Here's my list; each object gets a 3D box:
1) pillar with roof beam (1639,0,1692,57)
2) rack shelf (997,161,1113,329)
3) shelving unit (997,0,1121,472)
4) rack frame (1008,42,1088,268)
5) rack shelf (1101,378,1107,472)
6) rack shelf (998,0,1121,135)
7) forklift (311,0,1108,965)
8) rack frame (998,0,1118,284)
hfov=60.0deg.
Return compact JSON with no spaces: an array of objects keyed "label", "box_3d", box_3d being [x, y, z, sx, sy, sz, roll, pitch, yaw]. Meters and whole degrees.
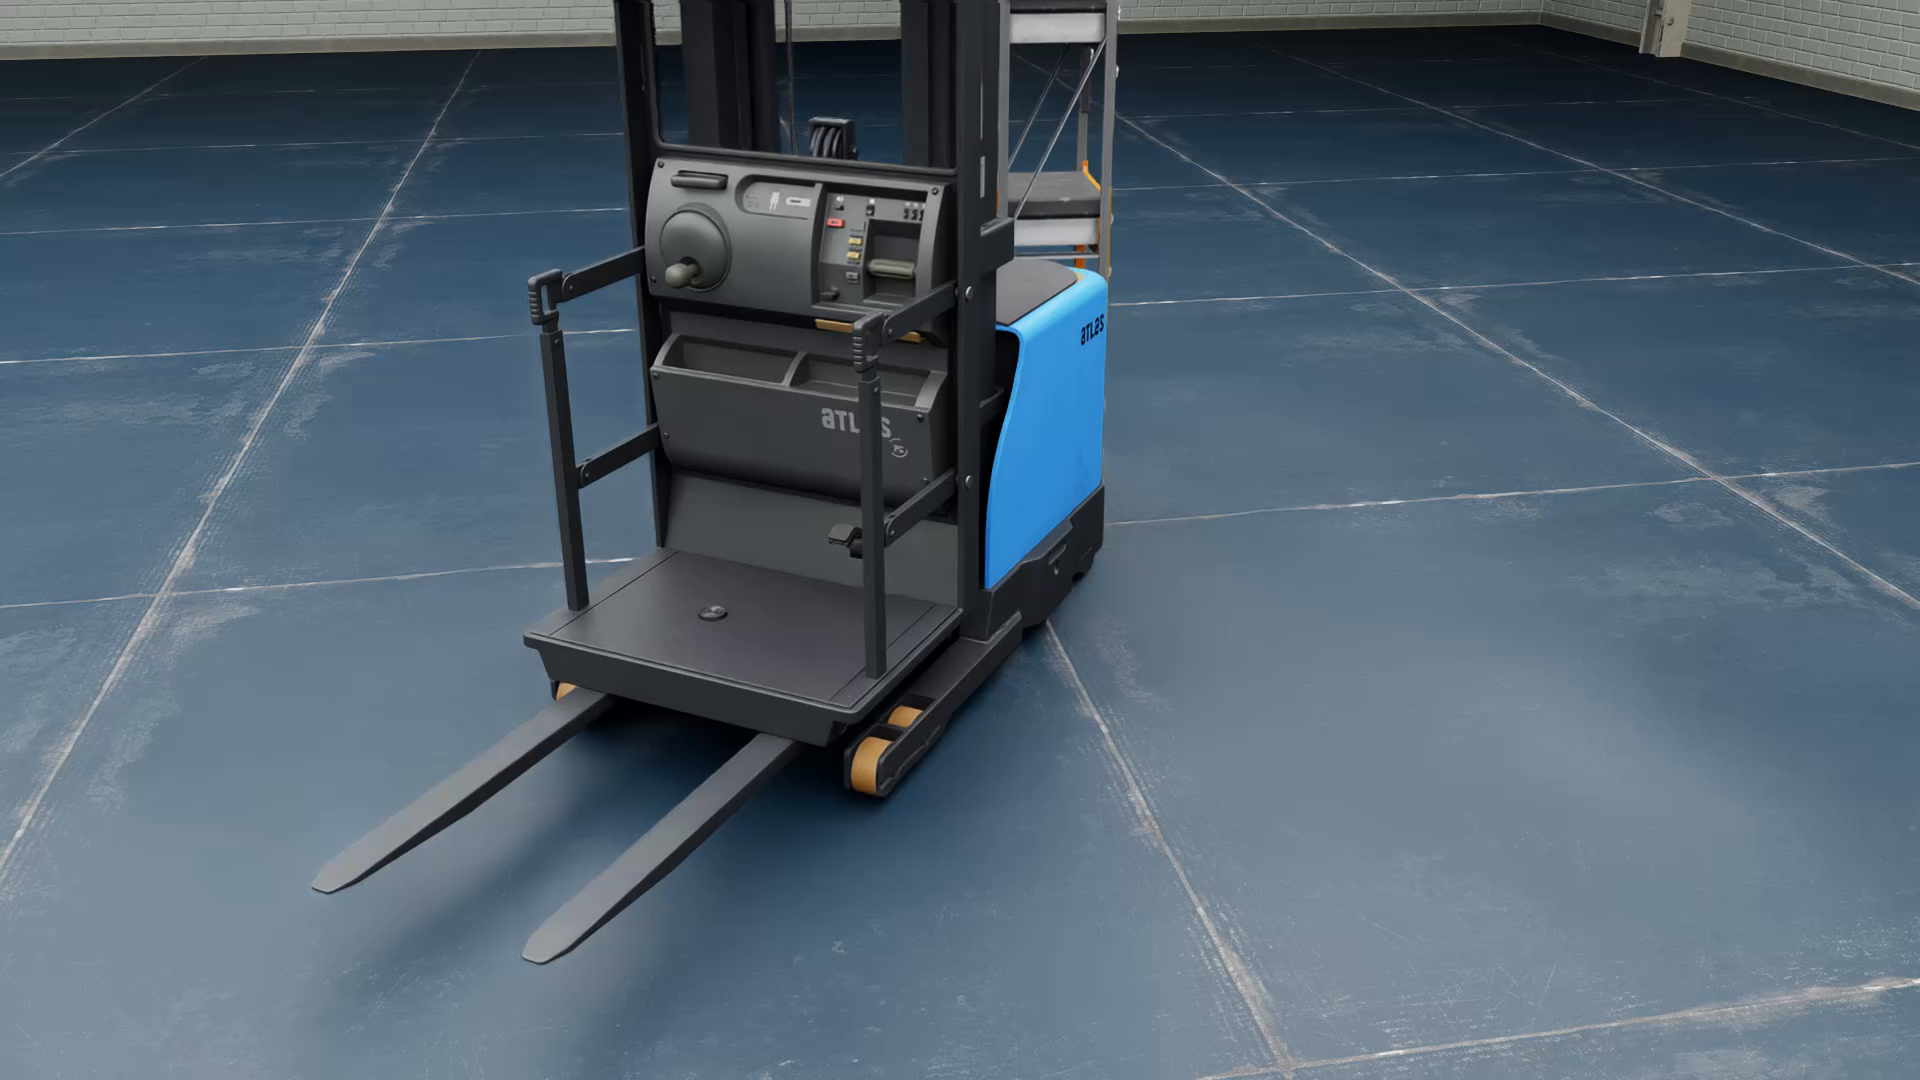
[{"label":"pillar with roof beam","box_3d":[3.710,-9.310,16.323,9.100,9.000,0.400,-4,24,-10]},{"label":"rack shelf","box_3d":[0.306,-1.095,6.167,0.431,0.518,0.480,-2,24,-6]},{"label":"shelving unit","box_3d":[0.306,-1.107,6.162,0.431,2.100,0.503,-2,24,-6]},{"label":"rack frame","box_3d":[0.280,-1.204,6.384,0.400,2.100,0.015,-2,24,-6]},{"label":"rack shelf","box_3d":[0.306,-0.453,6.448,0.431,0.518,0.480,-2,24,-6]},{"label":"rack shelf","box_3d":[0.306,-1.736,5.887,0.431,0.518,0.480,-2,24,-6]},{"label":"forklift","box_3d":[-0.564,-0.828,4.483,1.130,2.935,3.031,11,26,23]},{"label":"rack frame","box_3d":[0.332,-1.010,5.940,0.400,2.100,0.015,-2,24,-6]}]
